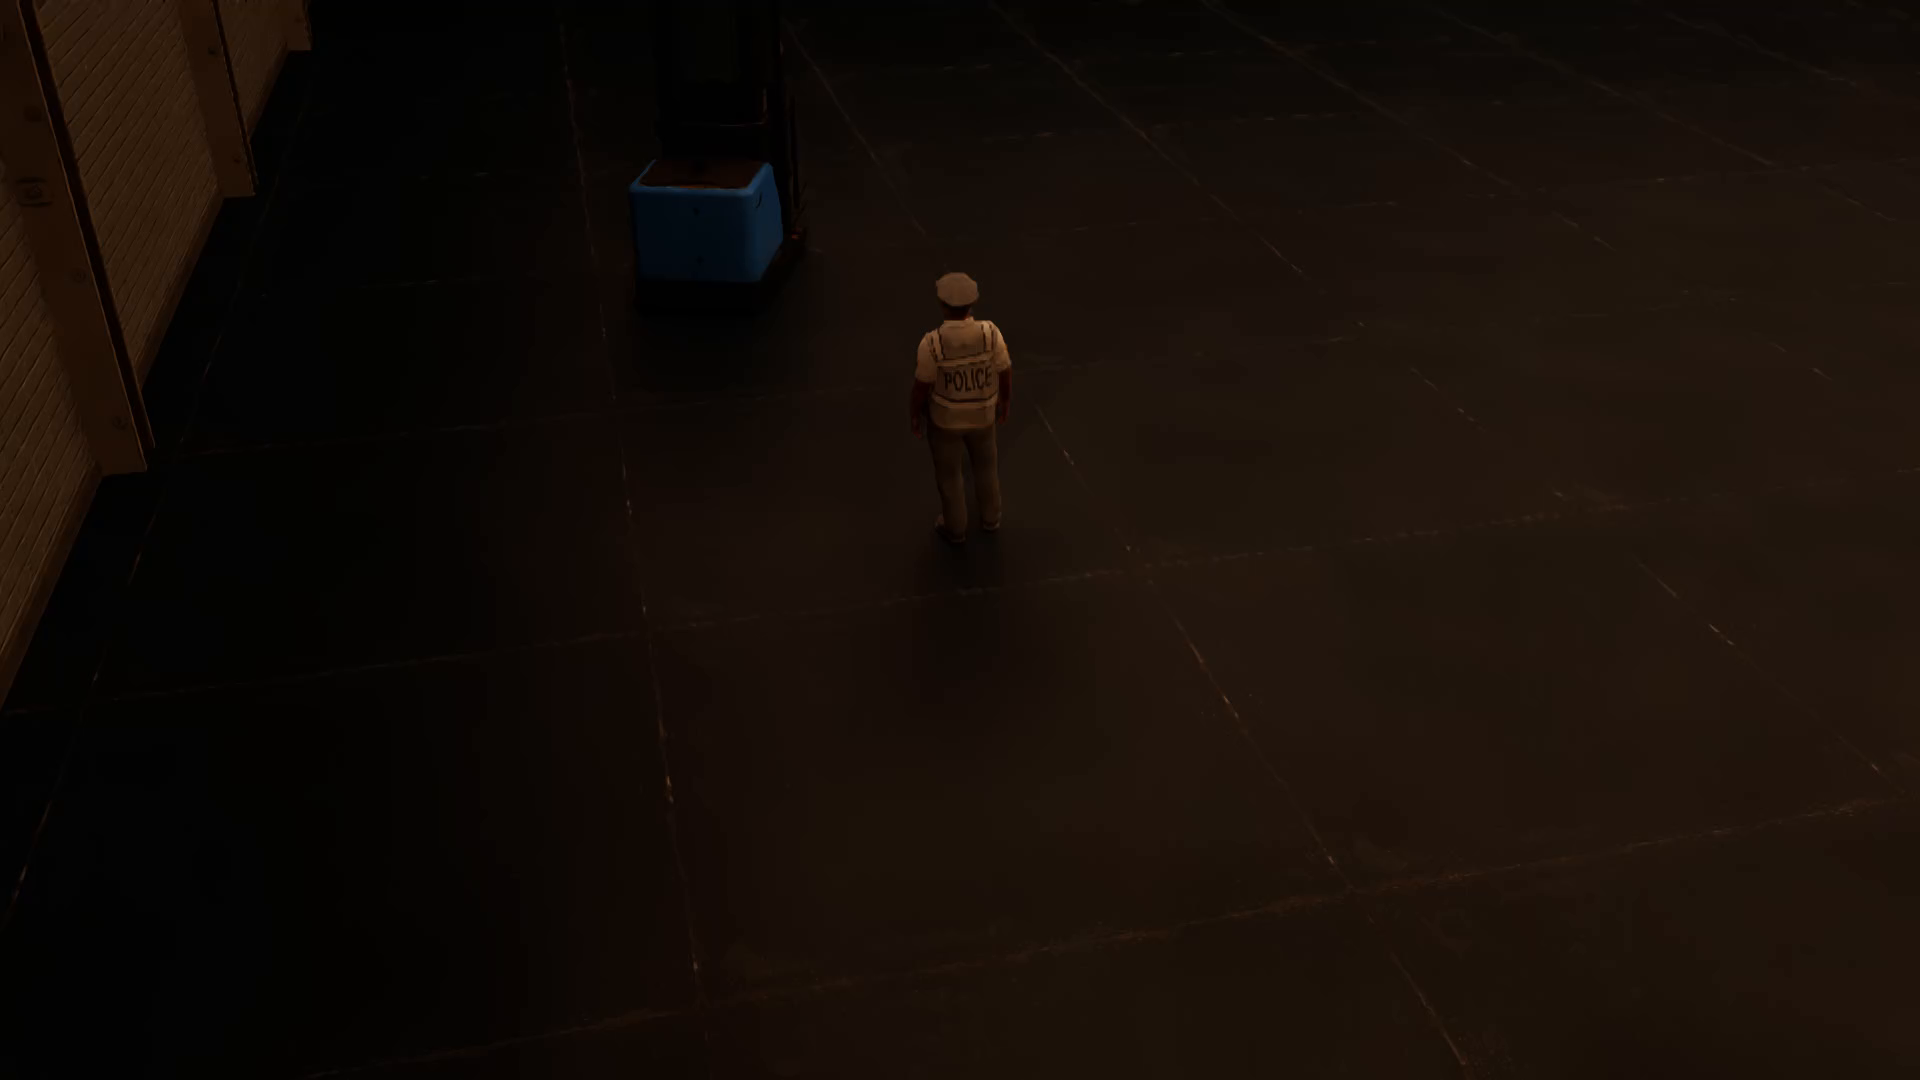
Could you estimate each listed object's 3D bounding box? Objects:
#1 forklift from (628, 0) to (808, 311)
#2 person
[{"bbox_3d":[-1.984,-3.852,14.228,1.130,2.935,3.031,3,30,6],"label":"forklift"},{"bbox_3d":[-0.007,-0.817,10.118,0.640,1.781,0.574,-7,31,-12],"label":"person"}]
